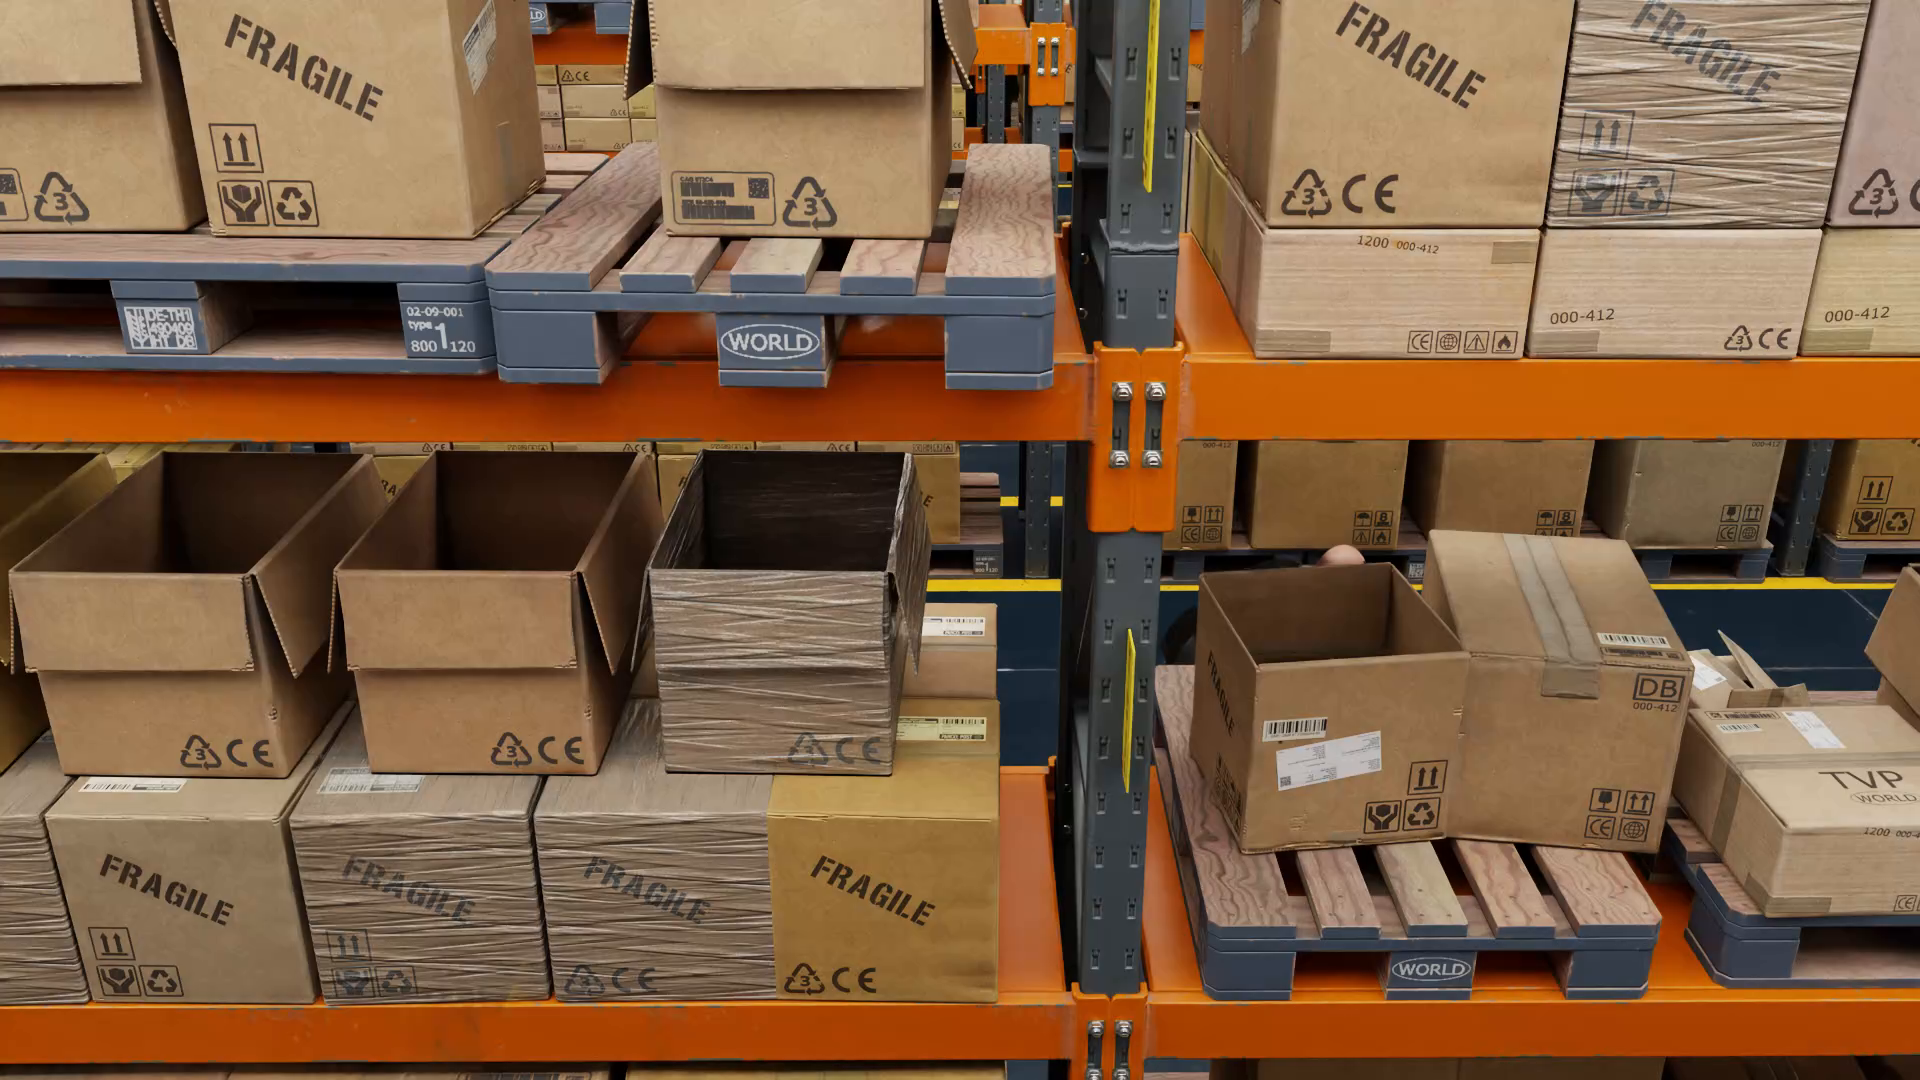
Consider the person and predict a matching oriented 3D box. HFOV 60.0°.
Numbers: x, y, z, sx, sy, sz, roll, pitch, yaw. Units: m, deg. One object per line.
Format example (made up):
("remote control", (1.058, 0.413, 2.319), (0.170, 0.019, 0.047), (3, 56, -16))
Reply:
("person", (1.286, 0.492, 6.966), (0.876, 0.972, 0.519), (-1, 24, -2))
